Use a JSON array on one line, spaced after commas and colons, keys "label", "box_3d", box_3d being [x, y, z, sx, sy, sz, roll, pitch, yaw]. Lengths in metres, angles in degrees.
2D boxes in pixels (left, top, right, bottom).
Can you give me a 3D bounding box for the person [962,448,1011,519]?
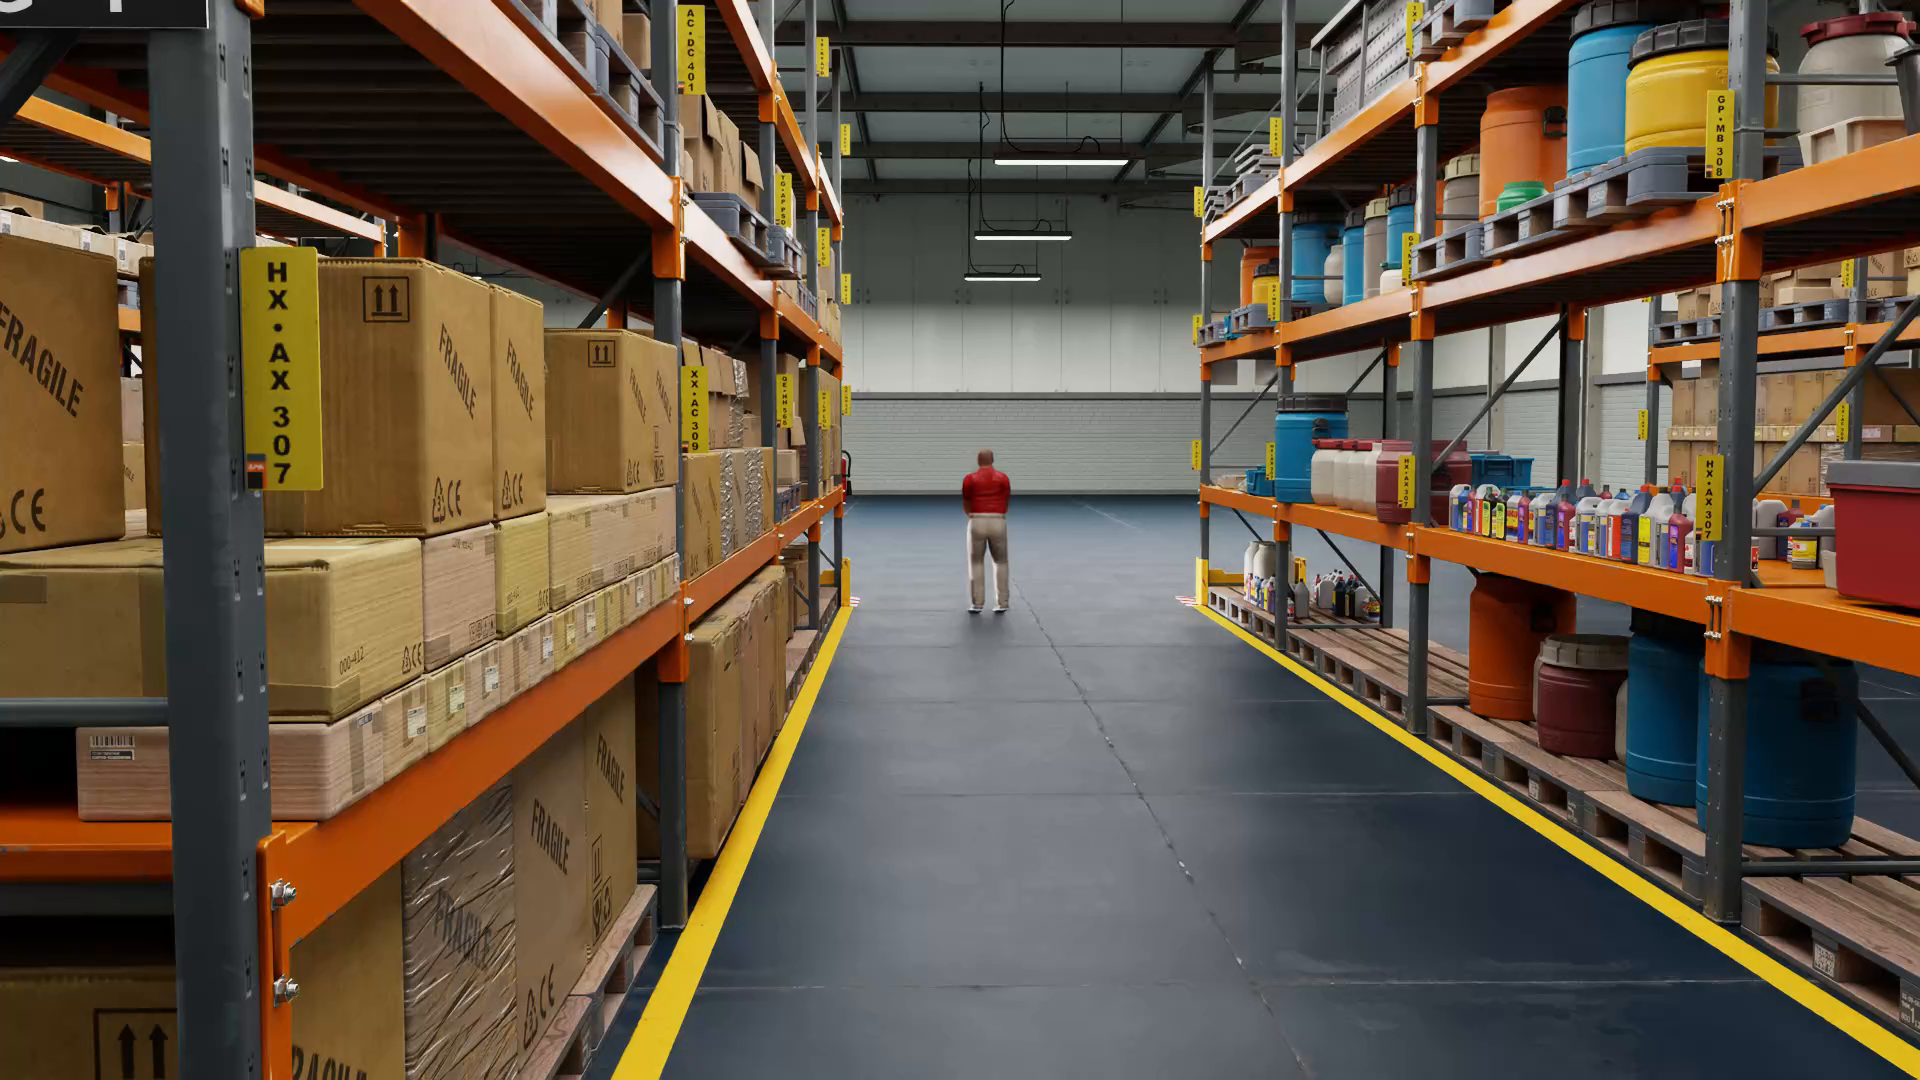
[{"label": "person", "box_3d": [0.271, -0.514, 17.513, 0.507, 0.918, 0.515, 0, 4, -2]}]
